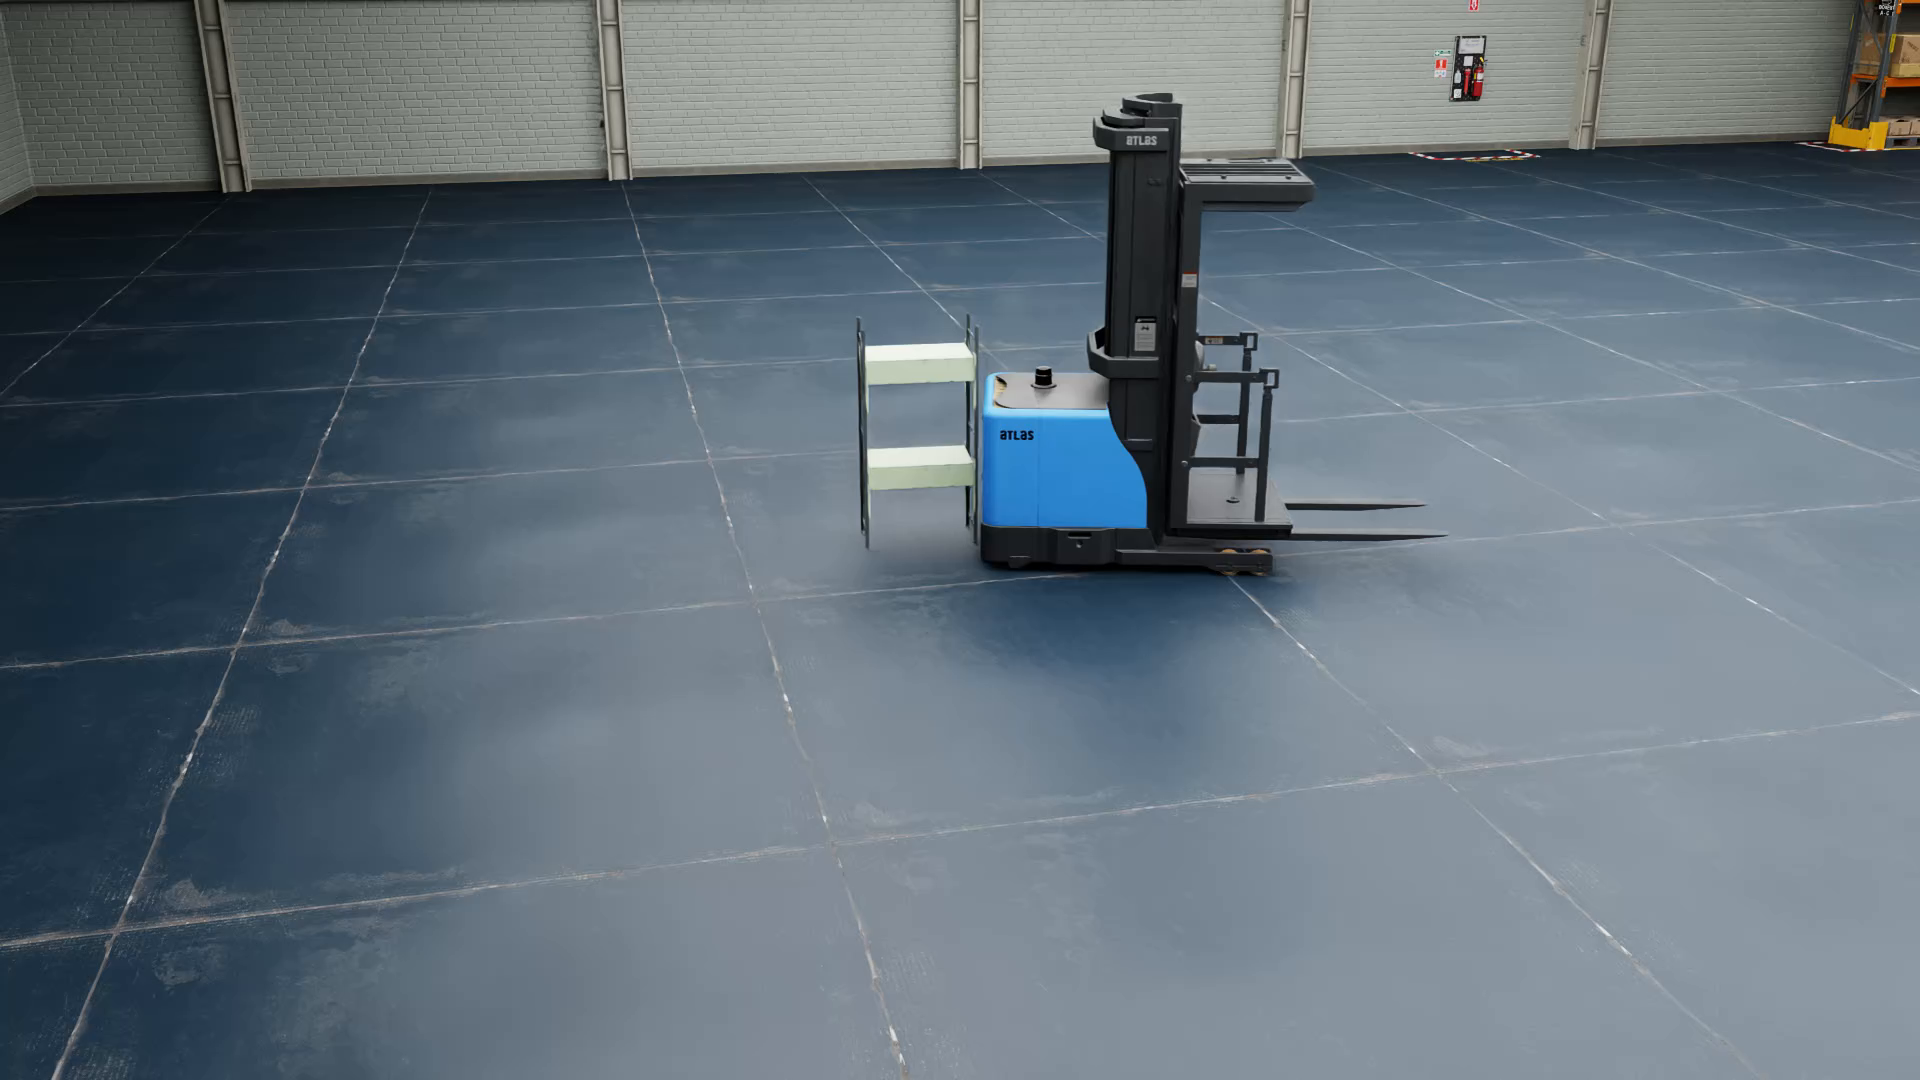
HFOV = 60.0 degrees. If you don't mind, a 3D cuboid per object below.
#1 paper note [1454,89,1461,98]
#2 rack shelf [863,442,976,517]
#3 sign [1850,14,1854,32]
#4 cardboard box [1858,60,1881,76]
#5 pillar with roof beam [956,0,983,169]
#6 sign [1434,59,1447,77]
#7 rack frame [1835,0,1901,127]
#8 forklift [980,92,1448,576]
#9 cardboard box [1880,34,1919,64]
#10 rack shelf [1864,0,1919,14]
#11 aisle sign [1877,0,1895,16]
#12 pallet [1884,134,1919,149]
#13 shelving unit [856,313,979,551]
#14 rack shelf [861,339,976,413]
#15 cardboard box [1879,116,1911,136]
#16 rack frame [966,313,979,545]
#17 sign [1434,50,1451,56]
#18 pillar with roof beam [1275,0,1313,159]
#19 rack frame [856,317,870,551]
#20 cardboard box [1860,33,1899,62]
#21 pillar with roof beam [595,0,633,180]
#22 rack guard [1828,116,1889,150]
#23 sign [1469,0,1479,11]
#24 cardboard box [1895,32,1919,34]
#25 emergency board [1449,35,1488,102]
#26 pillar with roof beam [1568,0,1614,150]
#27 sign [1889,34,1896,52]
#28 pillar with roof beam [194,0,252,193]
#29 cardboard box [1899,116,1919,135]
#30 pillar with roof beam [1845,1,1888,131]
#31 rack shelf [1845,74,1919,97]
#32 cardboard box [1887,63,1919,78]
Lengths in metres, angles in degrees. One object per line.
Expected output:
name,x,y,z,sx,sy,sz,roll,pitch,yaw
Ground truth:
paper note,9.237,-8.287,30.857,0.142,0.148,0.016,-5,21,-12
rack shelf,-0.282,-0.413,11.210,0.720,0.370,0.431,-3,20,-8
sign,17.087,-9.884,31.793,0.005,0.325,0.100,-5,21,-12
cardboard box,17.605,-9.045,31.835,0.500,0.250,0.500,-4,21,-12
pillar with roof beam,1.151,-9.301,23.621,0.400,9.000,9.100,-5,21,-12
sign,8.863,-8.699,30.649,0.234,0.329,0.001,-5,21,-12
rack frame,17.195,-9.004,31.535,0.127,3.000,1.000,-5,21,-12
forklift,1.660,-1.332,10.690,3.031,2.935,1.130,1,20,2
cardboard box,17.729,-9.233,31.257,0.500,0.500,0.500,-5,21,-12
rack shelf,19.142,-10.233,31.575,4.000,0.370,1.077,-5,21,-12
aisle sign,17.194,-10.119,30.798,0.004,0.787,0.394,-5,21,-12
pallet,18.068,-7.753,32.174,1.213,0.211,1.003,-5,21,-12
shelving unit,-0.282,-0.719,11.097,0.755,1.500,0.431,-3,20,-8
rack shelf,-0.282,-1.086,10.963,0.720,0.370,0.431,-3,20,-8
cardboard box,17.889,-7.973,31.989,0.500,0.311,0.500,-7,21,-19
rack frame,0.080,-0.737,11.147,0.023,1.500,0.400,-3,20,-8
sign,8.869,-8.945,30.551,0.331,0.109,0.001,-5,21,-12
pillar with roof beam,6.990,-9.775,24.918,0.400,9.000,9.100,-5,21,-12
rack frame,-0.644,-0.701,11.048,0.023,1.500,0.400,-3,20,-8
cardboard box,17.605,-9.404,31.724,0.500,0.500,0.500,-5,21,-13
pillar with roof beam,-4.688,-8.826,22.325,0.400,9.000,9.100,-5,21,-12
rack guard,17.269,-7.837,31.981,0.348,0.500,1.175,-5,21,-12
sign,9.394,-9.813,30.371,0.199,0.298,0.001,-5,21,-12
cardboard box,18.097,-9.440,31.824,0.500,0.500,0.500,-4,21,-12
emergency board,9.425,-8.692,30.681,0.643,1.169,0.194,-5,21,-12
pillar with roof beam,12.829,-10.250,26.214,0.400,9.000,9.100,-5,21,-12
sign,17.320,-9.229,30.890,0.005,0.325,0.100,-5,21,-12
pillar with roof beam,-10.527,-8.351,21.029,0.400,9.000,9.100,-5,21,-12
cardboard box,18.444,-8.018,32.112,0.500,0.311,0.500,-3,20,-8
pillar with roof beam,18.668,-10.725,27.511,0.400,9.000,9.100,-5,21,-12
rack shelf,19.142,-8.825,32.091,4.000,0.370,1.077,-5,21,-12
cardboard box,17.743,-8.876,31.372,0.500,0.250,0.500,-5,21,-14
